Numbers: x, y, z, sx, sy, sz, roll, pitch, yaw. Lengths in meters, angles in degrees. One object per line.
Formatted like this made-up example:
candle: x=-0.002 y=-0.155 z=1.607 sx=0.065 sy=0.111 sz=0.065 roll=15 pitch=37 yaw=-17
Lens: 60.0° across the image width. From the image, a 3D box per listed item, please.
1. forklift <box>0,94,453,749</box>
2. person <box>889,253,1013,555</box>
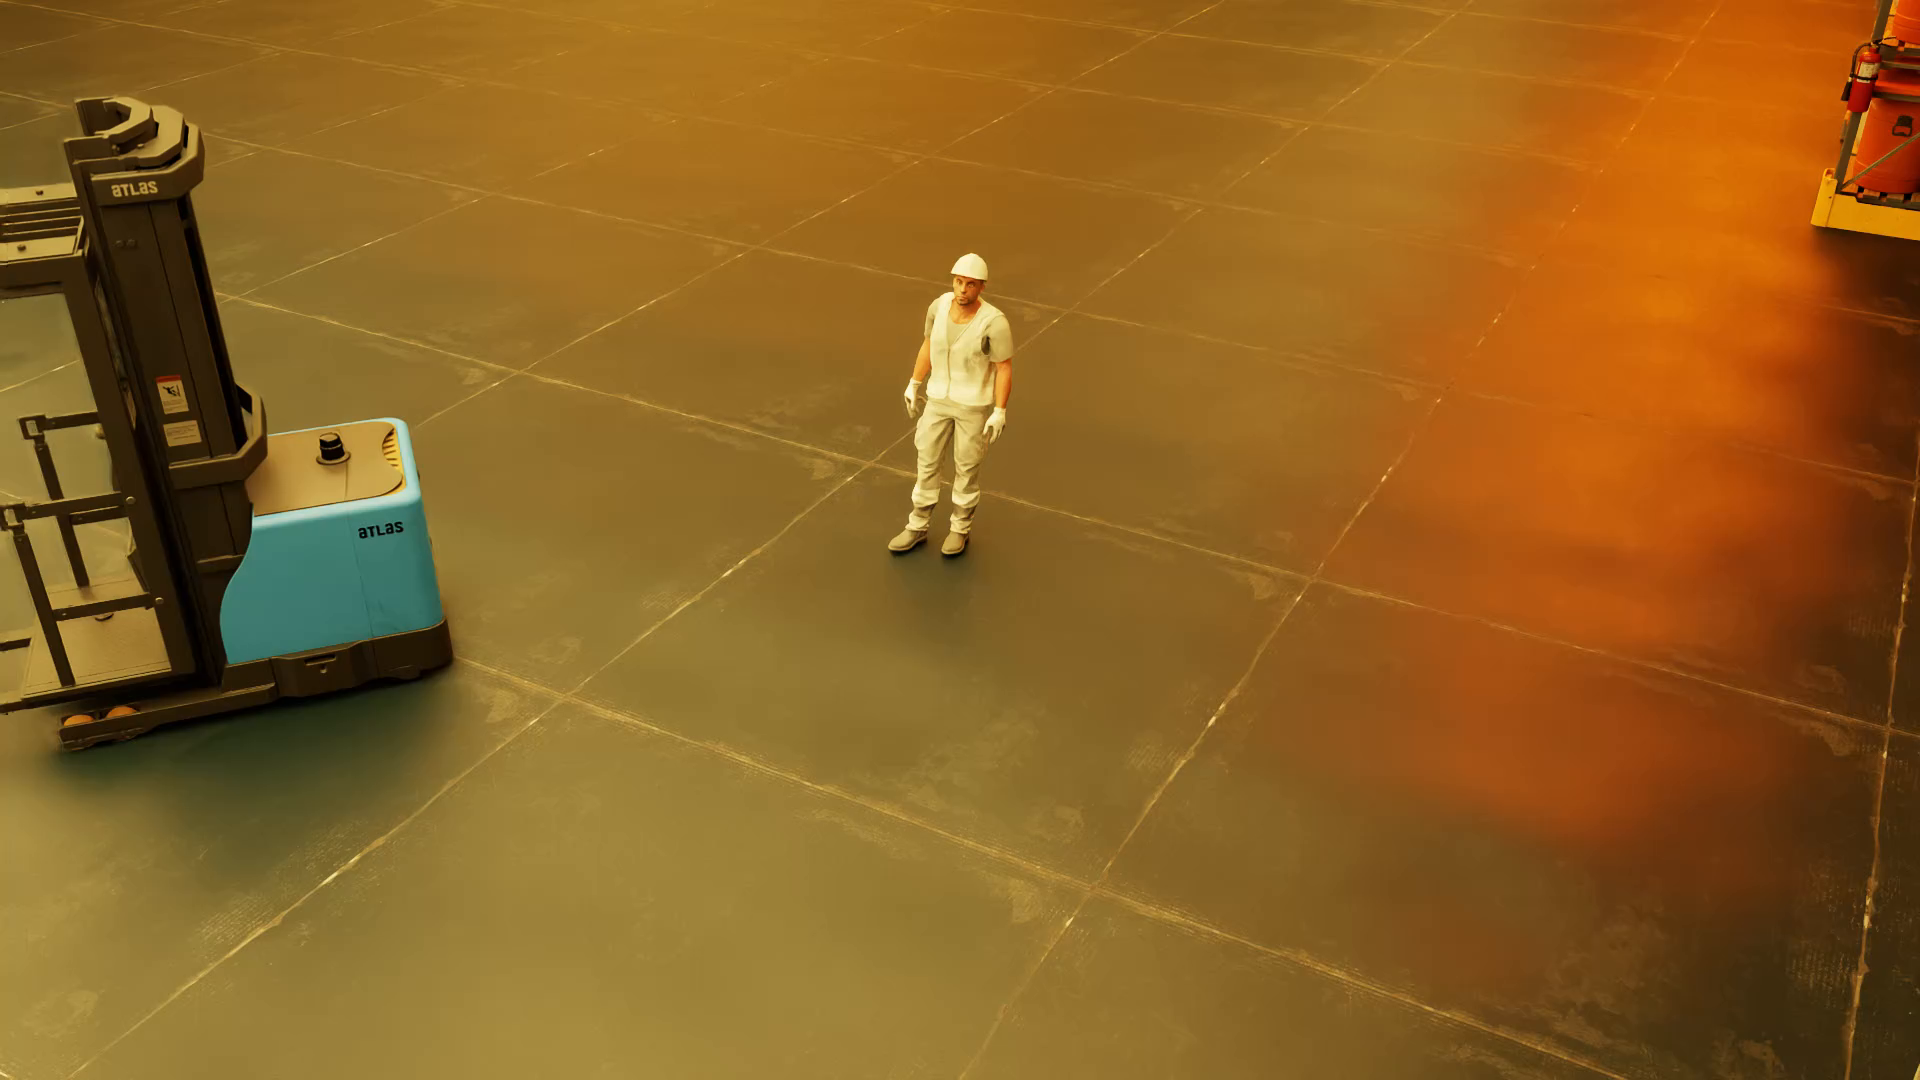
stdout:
forklift: x=-4.254 y=-0.536 z=8.000 sx=3.031 sy=2.935 sz=1.130 roll=-11 pitch=32 yaw=-18
person: x=-0.050 y=-0.749 z=9.496 sx=0.637 sy=1.790 sz=0.562 roll=15 pitch=33 yaw=25
